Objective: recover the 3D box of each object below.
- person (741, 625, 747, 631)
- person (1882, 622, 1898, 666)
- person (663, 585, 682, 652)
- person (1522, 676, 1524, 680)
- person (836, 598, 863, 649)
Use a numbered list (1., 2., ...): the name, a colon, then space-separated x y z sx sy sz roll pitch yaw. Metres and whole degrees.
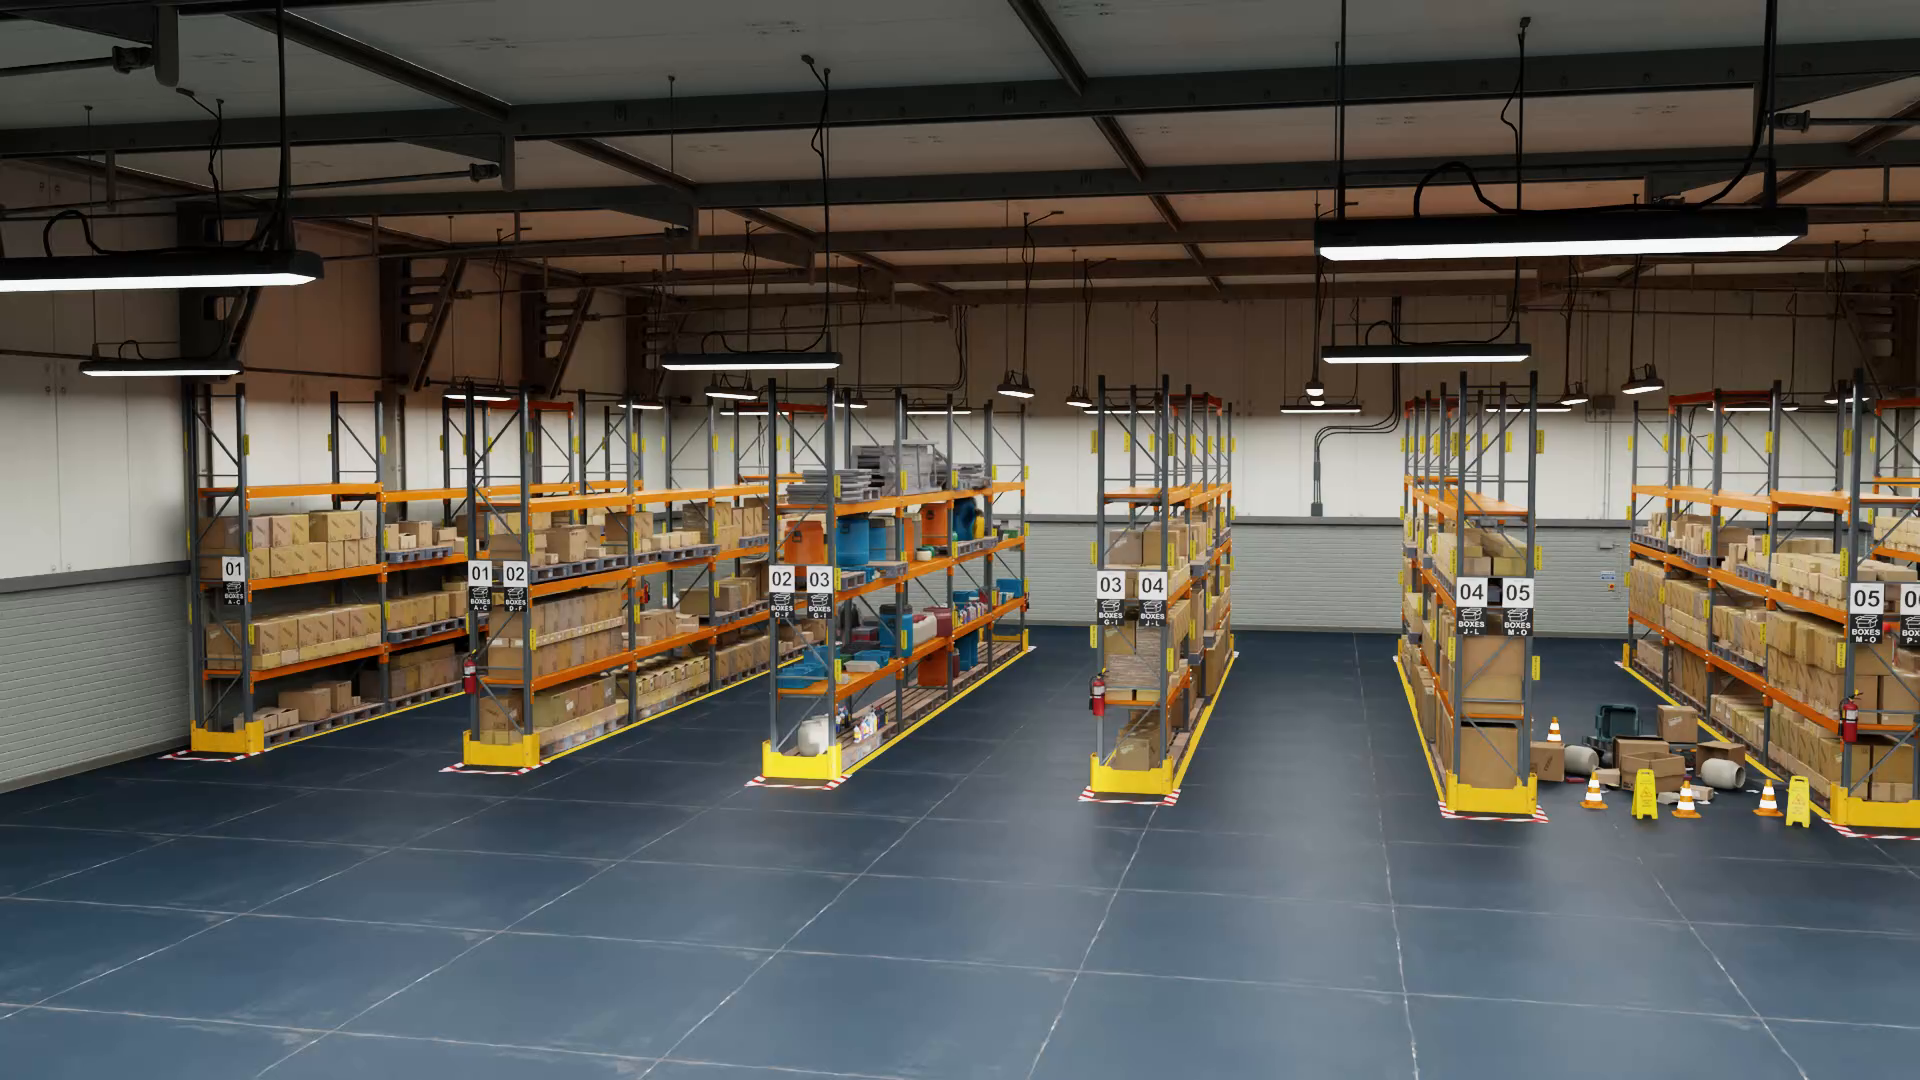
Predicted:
1. person: -5.581 1.676 43.120 0.439 1.677 0.498 1 3 14
2. person: 16.669 2.382 30.094 0.617 1.822 0.542 0 3 0
3. person: -6.958 1.884 40.224 0.405 1.701 0.517 1 3 18
4. person: 11.756 2.108 35.293 0.473 1.769 0.567 2 4 37
5. person: -2.473 2.025 37.339 0.682 1.674 1.066 0 3 9
